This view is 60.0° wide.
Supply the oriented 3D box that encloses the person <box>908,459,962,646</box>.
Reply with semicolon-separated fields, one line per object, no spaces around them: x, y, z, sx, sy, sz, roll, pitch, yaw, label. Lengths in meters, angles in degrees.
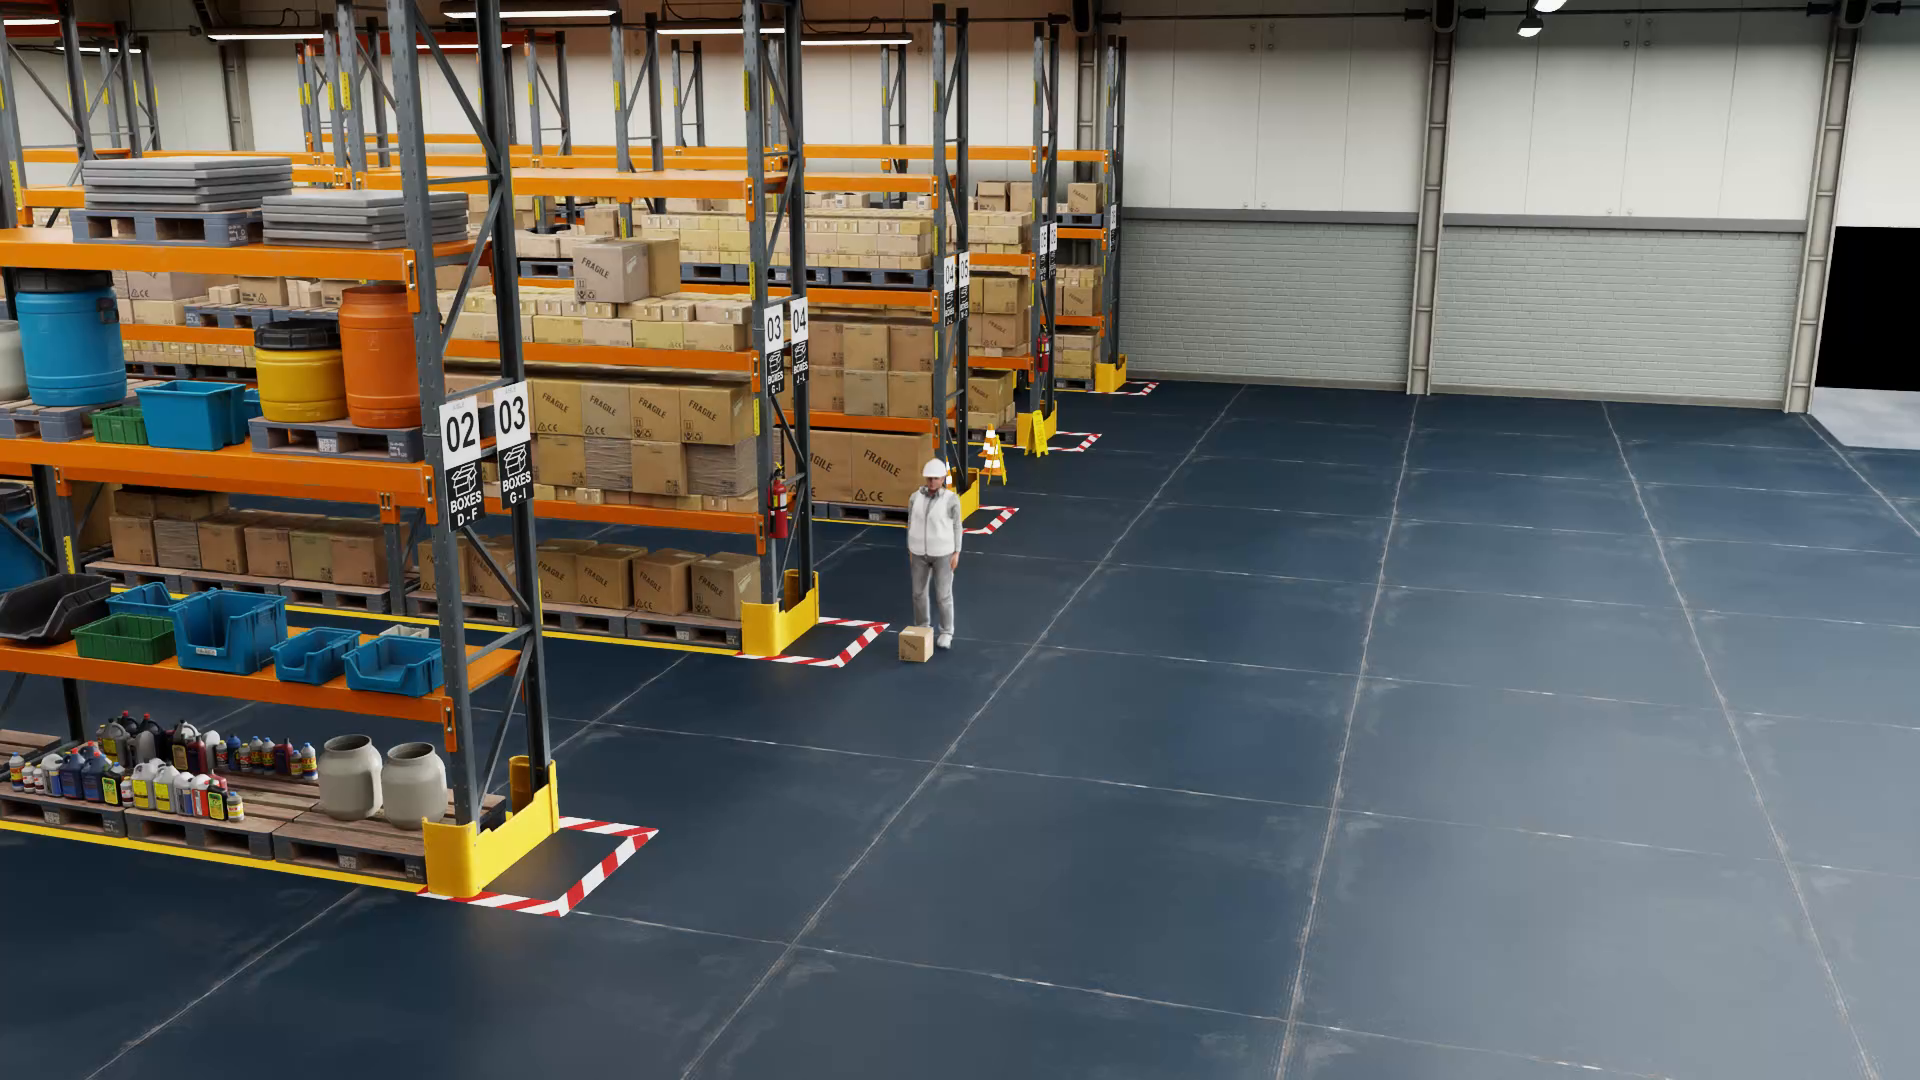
-0.243;0.115;15.554;0.532;1.772;0.360;5;16;17;person
